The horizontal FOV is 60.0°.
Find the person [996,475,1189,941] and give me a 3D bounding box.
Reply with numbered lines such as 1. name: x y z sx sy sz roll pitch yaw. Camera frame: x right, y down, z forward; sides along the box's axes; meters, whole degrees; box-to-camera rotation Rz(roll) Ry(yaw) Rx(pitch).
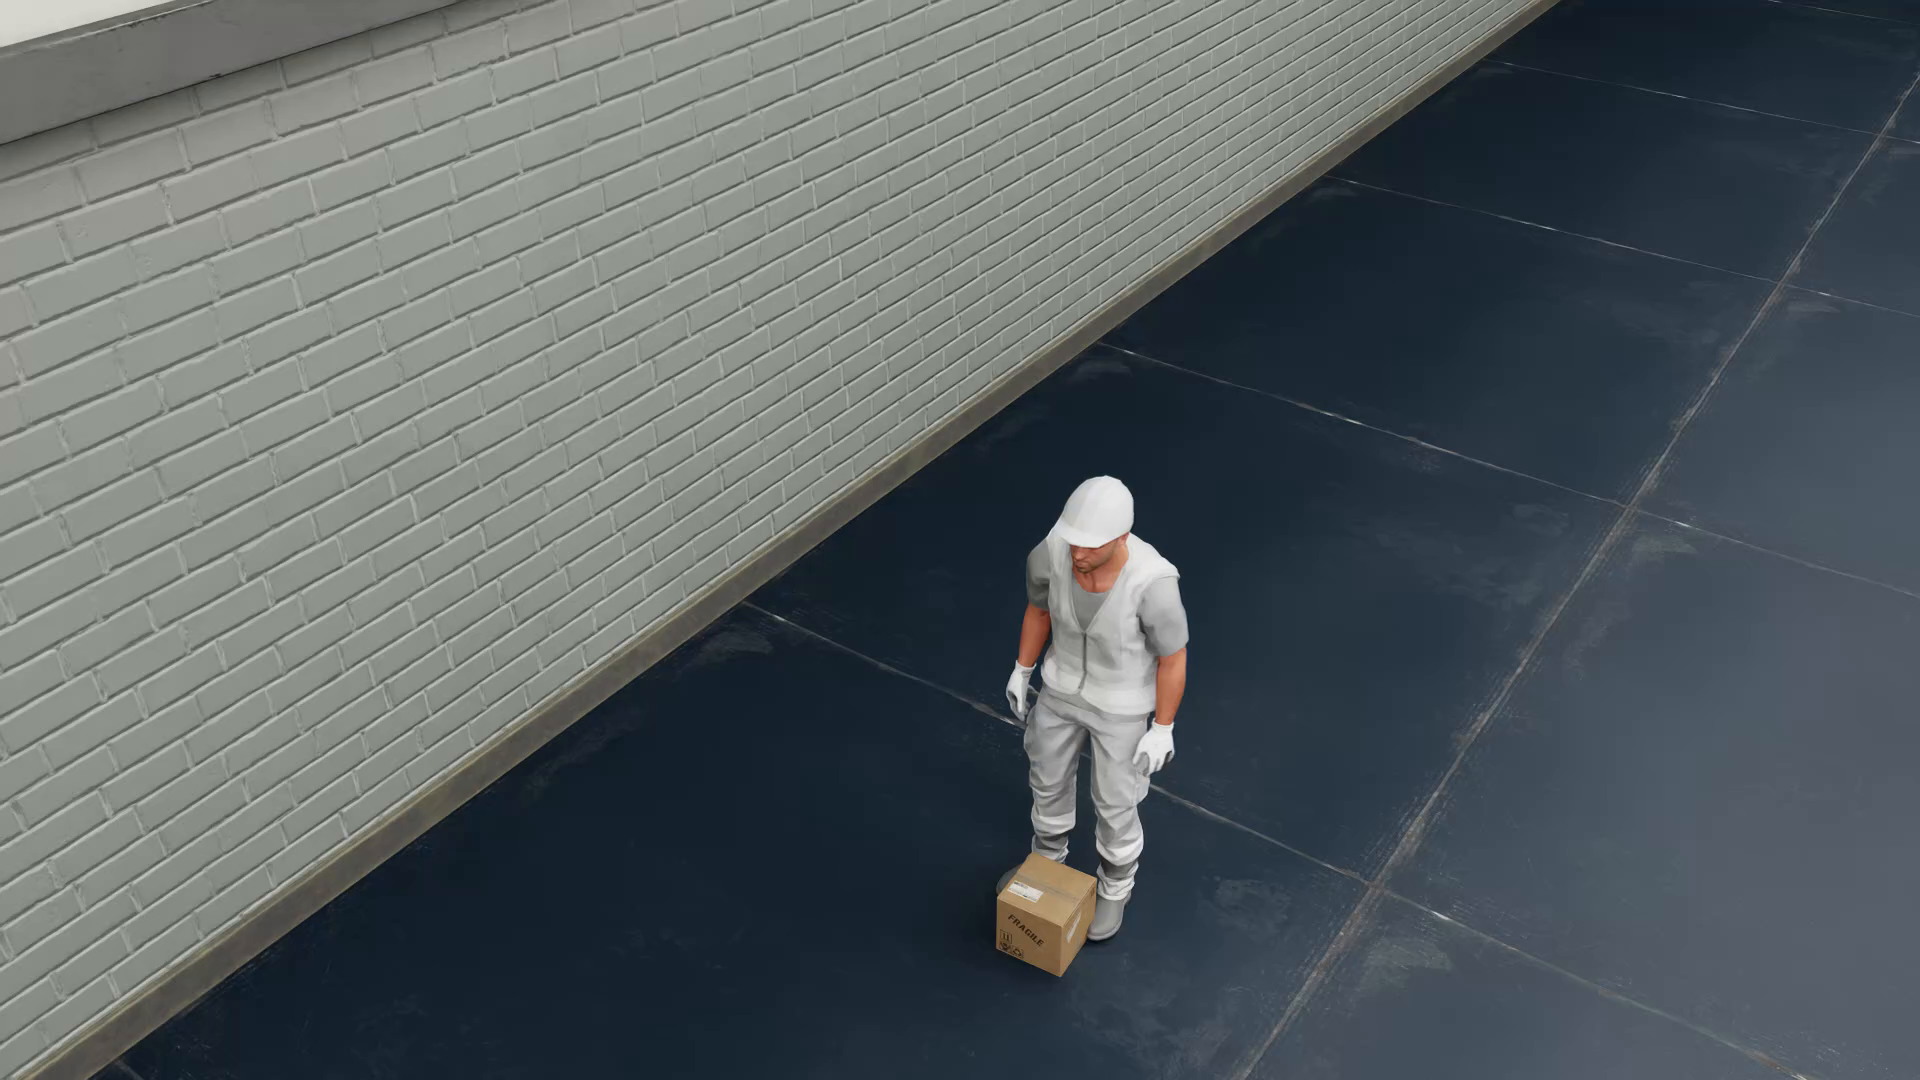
1. person: 0.421 0.531 5.350 0.609 1.779 0.454 21 40 28
